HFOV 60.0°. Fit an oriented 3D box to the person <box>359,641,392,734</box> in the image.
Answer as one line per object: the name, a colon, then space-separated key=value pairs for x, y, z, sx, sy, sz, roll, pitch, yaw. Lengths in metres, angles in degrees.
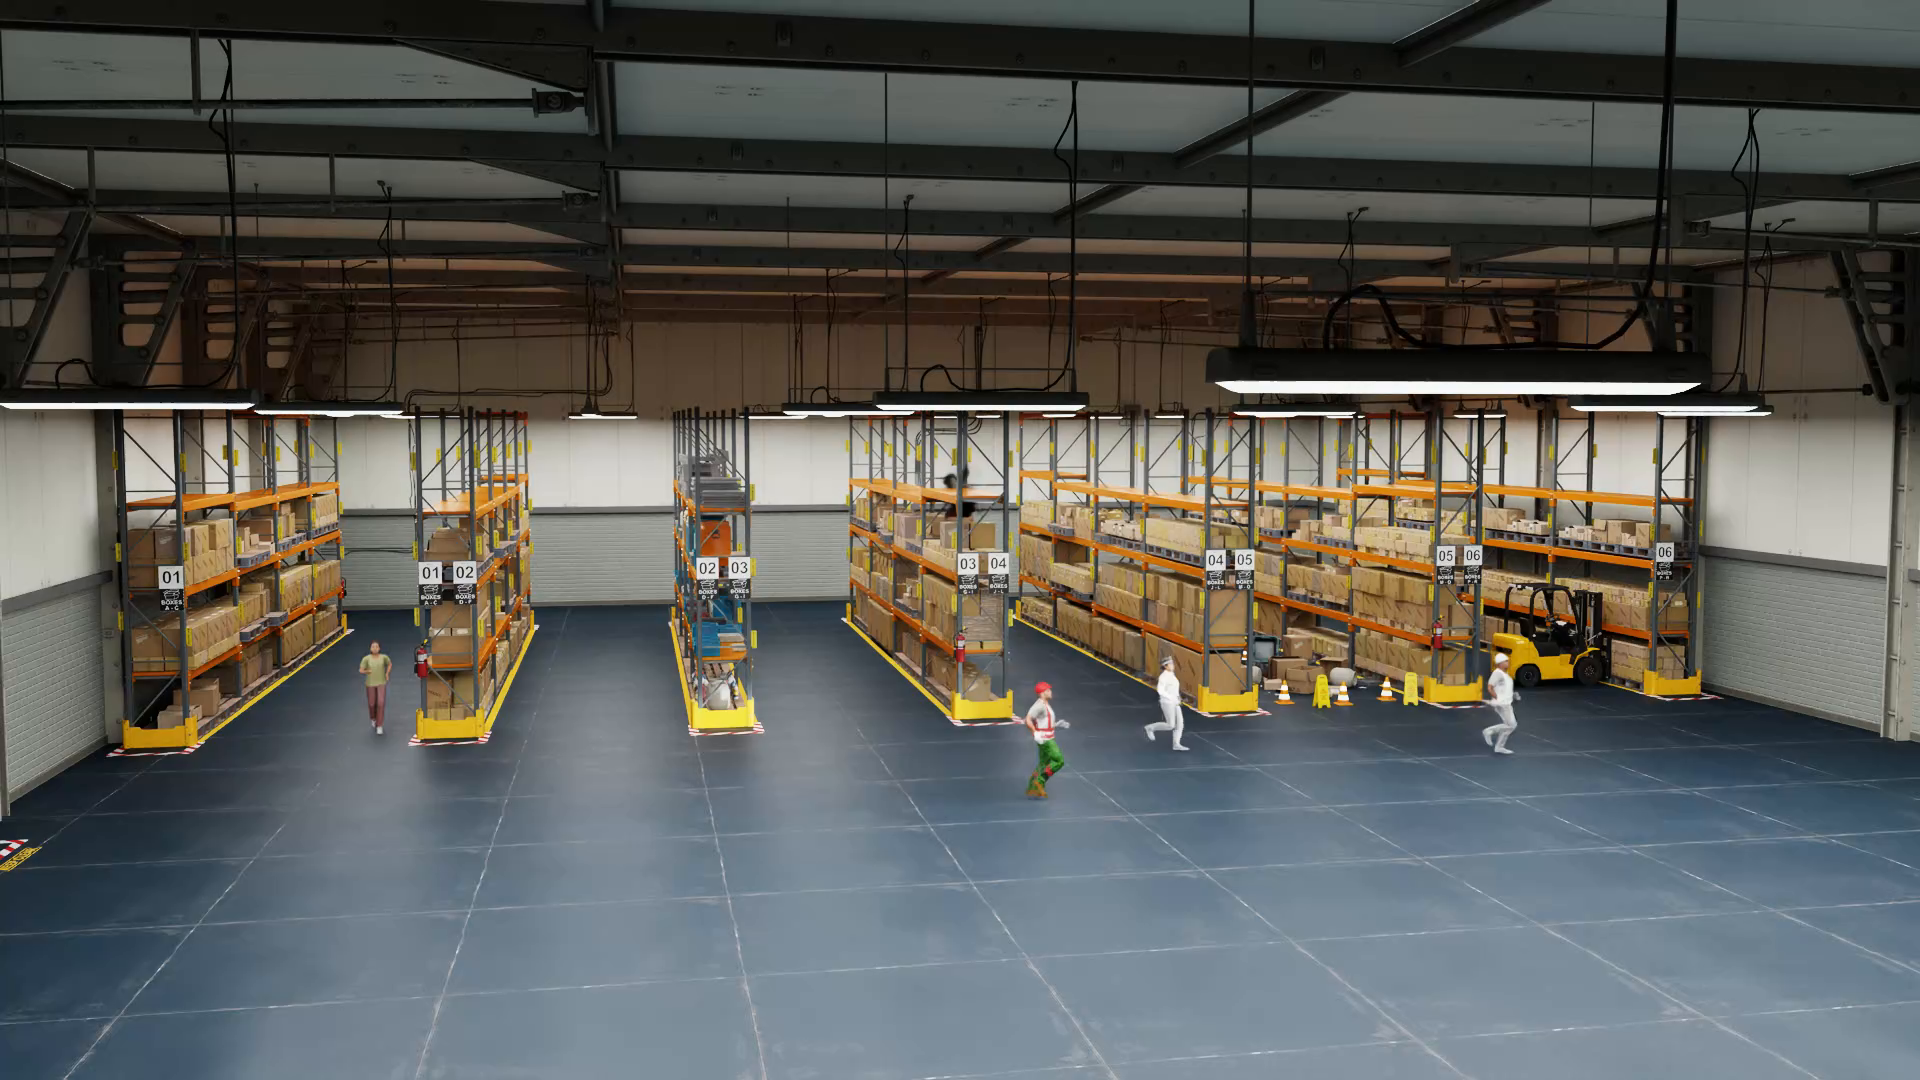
person: x=-10.753 y=2.680 z=30.610 sx=0.580 sy=1.659 sz=0.936 roll=-1 pitch=4 yaw=-20

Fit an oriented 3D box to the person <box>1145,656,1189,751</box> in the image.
person: x=3.637 y=2.838 z=29.028 sx=0.773 sy=1.657 sz=0.633 roll=2 pitch=5 yaw=27

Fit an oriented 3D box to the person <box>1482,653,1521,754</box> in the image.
person: x=9.342 y=2.819 z=28.677 sx=0.599 sy=1.733 sz=0.686 roll=2 pitch=5 yaw=30

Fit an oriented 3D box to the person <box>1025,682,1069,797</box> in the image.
person: x=1.332 y=3.030 z=25.275 sx=0.650 sy=1.743 sz=0.646 roll=1 pitch=4 yaw=8
